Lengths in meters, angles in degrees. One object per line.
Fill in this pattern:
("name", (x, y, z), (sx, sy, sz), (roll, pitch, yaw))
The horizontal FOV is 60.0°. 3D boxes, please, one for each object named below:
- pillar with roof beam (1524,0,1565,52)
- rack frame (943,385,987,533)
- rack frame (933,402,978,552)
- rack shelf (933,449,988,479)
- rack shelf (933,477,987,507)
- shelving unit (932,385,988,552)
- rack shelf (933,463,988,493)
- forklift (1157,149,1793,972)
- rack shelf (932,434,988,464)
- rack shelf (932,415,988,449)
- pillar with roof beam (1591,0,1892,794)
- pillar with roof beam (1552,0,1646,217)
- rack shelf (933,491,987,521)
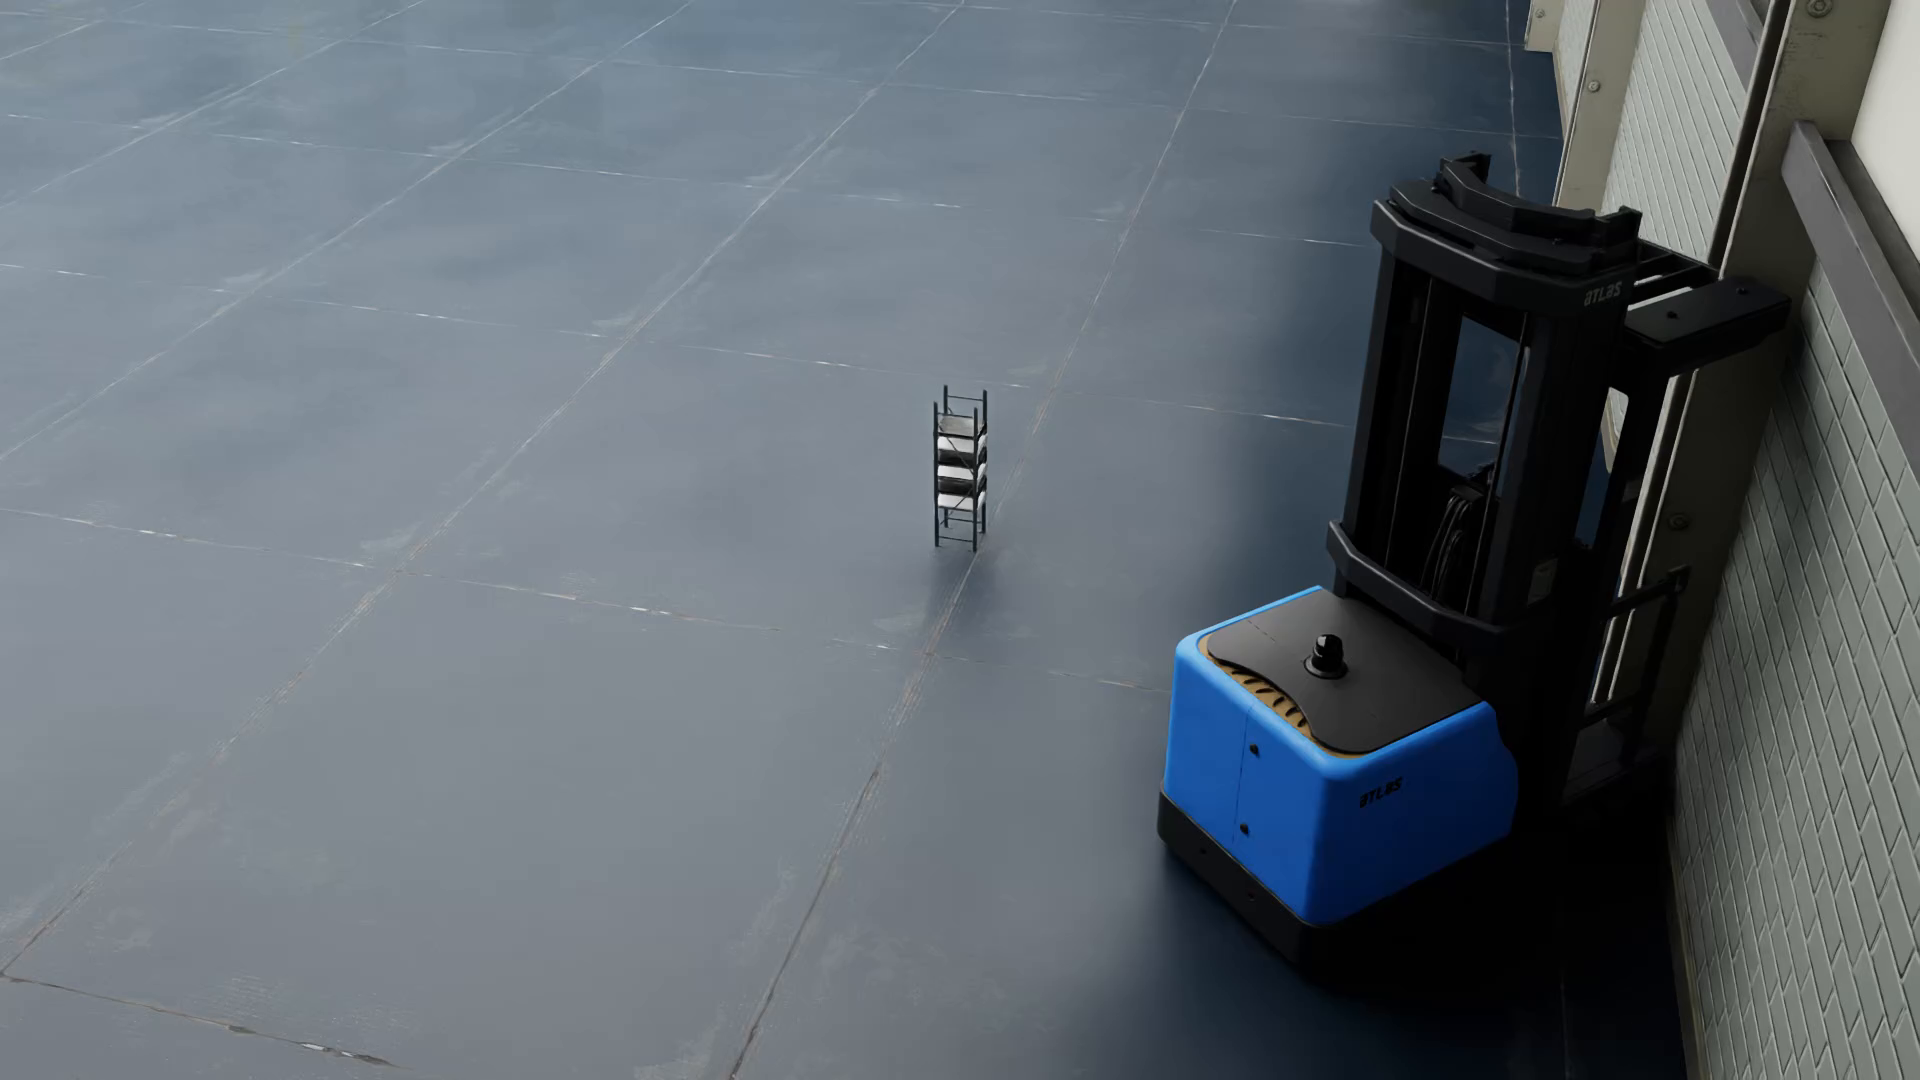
("pillar with roof beam", (1.938, -9.581, 16.003), (9.100, 9.000, 0.400), (8, 33, 12))
("rack frame", (0.028, -0.437, 9.168), (0.240, 0.900, 0.006), (8, 33, 12))
("rack frame", (-0.024, -0.331, 9.002), (0.240, 0.900, 0.006), (8, 33, 12))
("rack shelf", (0.002, -0.432, 9.055), (0.258, 0.077, 0.200), (8, 33, 12))
("rack shelf", (0.002, -0.280, 9.151), (0.258, 0.077, 0.200), (8, 33, 12))
("shelving unit", (0.002, -0.384, 9.085), (0.258, 0.900, 0.210), (8, 33, 12))
("rack shelf", (0.002, -0.356, 9.103), (0.258, 0.077, 0.200), (8, 33, 12))
("forklift", (2.376, -0.126, 6.786), (3.031, 2.935, 1.130), (-18, 37, -26))
("rack shelf", (0.002, -0.508, 9.006), (0.258, 0.077, 0.200), (8, 33, 12))
("rack shelf", (0.002, -0.584, 8.958), (0.258, 0.077, 0.200), (8, 33, 12))
("pillar with roof beam", (-1.107, -3.354, 6.208), (9.100, 9.000, 0.400), (8, 33, 12))
("pillar with roof beam", (0.415, -6.468, 11.106), (9.100, 9.000, 0.400), (8, 33, 12))
("rack shelf", (0.002, -0.204, 9.199), (0.258, 0.077, 0.200), (8, 33, 12))
